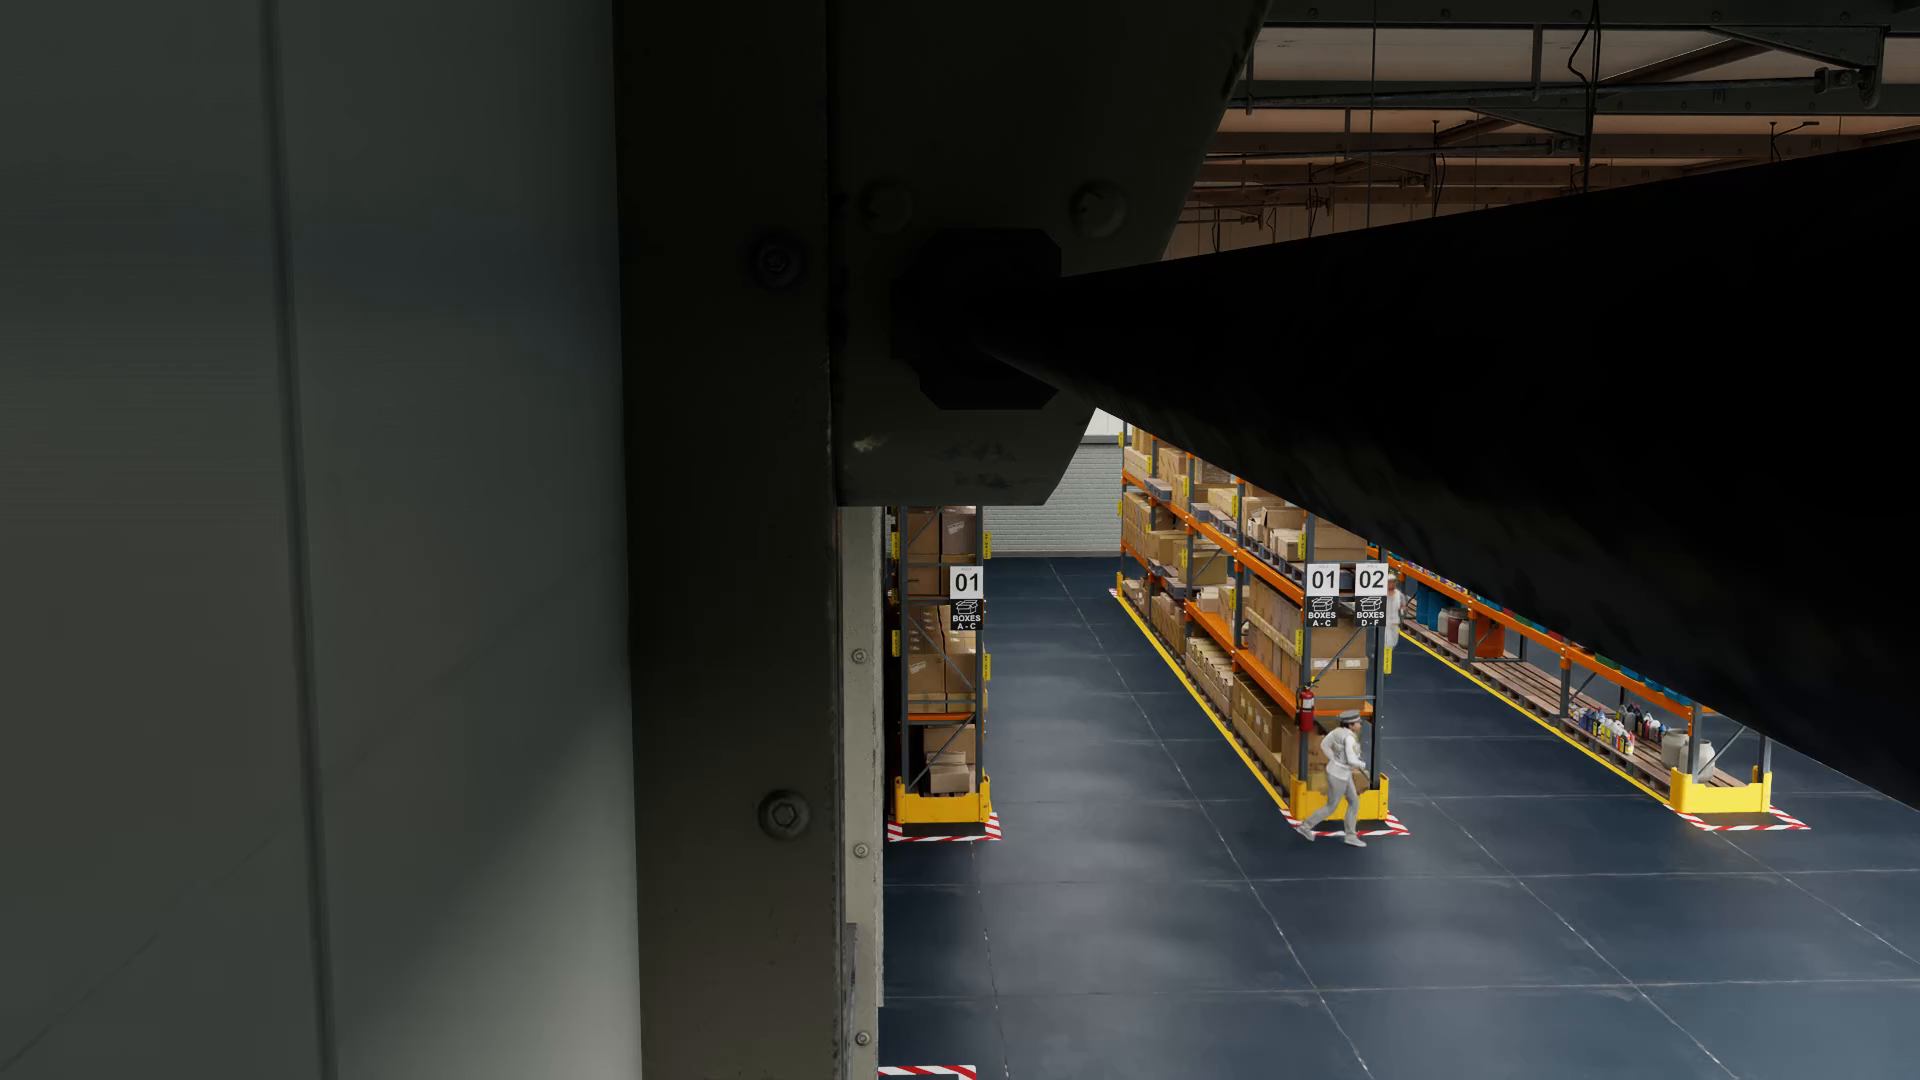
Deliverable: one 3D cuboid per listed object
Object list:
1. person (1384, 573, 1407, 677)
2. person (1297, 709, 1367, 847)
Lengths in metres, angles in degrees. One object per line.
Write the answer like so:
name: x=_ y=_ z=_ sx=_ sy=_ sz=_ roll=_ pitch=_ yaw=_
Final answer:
person: x=7.327 y=1.461 z=28.415 sx=0.640 sy=1.783 sz=0.703 roll=-2 pitch=8 yaw=-14
person: x=4.388 y=2.795 z=19.454 sx=0.786 sy=1.637 sz=0.589 roll=1 pitch=8 yaw=5
